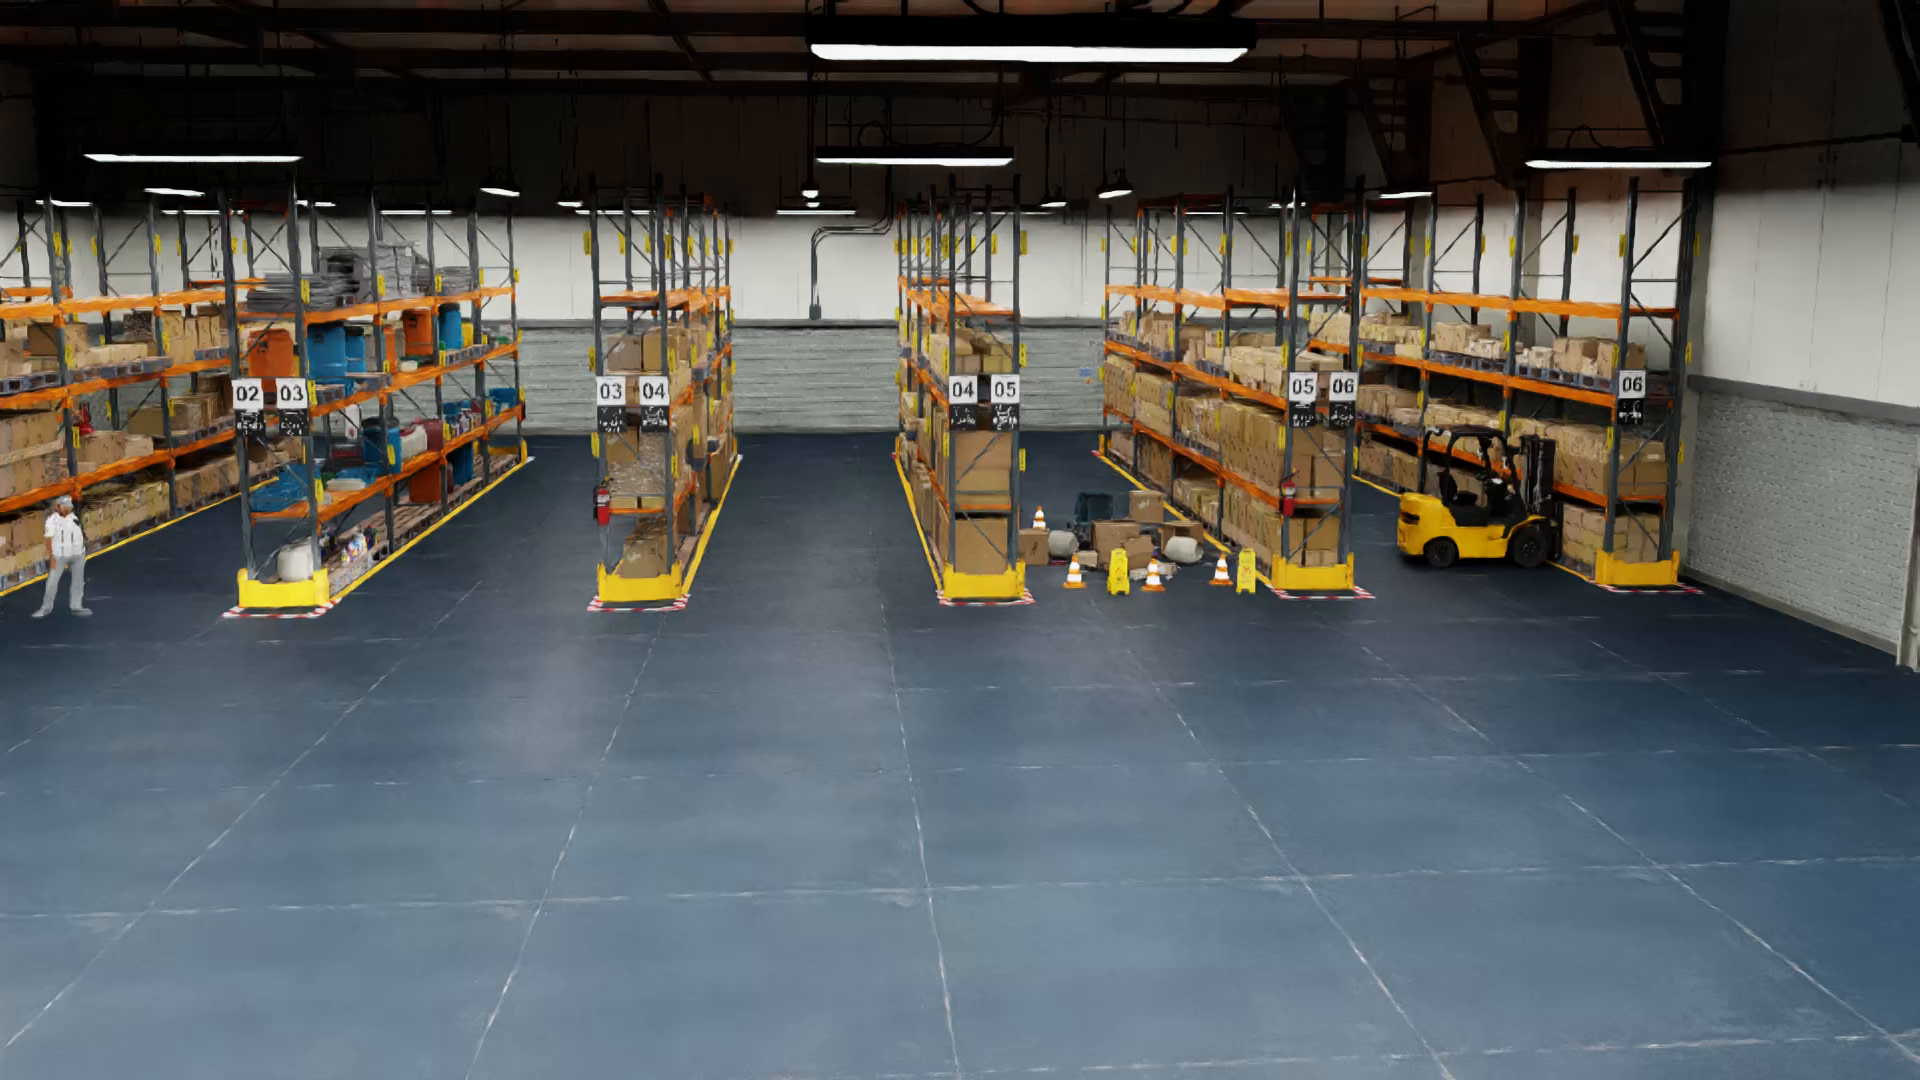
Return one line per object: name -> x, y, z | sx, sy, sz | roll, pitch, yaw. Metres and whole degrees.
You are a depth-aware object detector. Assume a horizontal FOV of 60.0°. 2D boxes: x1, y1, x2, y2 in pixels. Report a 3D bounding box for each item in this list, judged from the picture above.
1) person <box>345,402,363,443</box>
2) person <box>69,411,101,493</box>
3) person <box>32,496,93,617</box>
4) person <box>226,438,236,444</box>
person -> -13.852, -2.580, 38.077 | 0.438, 1.786, 0.643 | 1, 10, 5
person -> -18.002, -1.817, 34.153 | 0.556, 1.669, 1.040 | -1, 10, -5
person -> -12.310, 0.229, 22.683 | 0.494, 1.660, 0.704 | 8, 13, 37
person -> -18.688, -3.318, 42.297 | 0.460, 1.780, 0.704 | 6, 11, 29
